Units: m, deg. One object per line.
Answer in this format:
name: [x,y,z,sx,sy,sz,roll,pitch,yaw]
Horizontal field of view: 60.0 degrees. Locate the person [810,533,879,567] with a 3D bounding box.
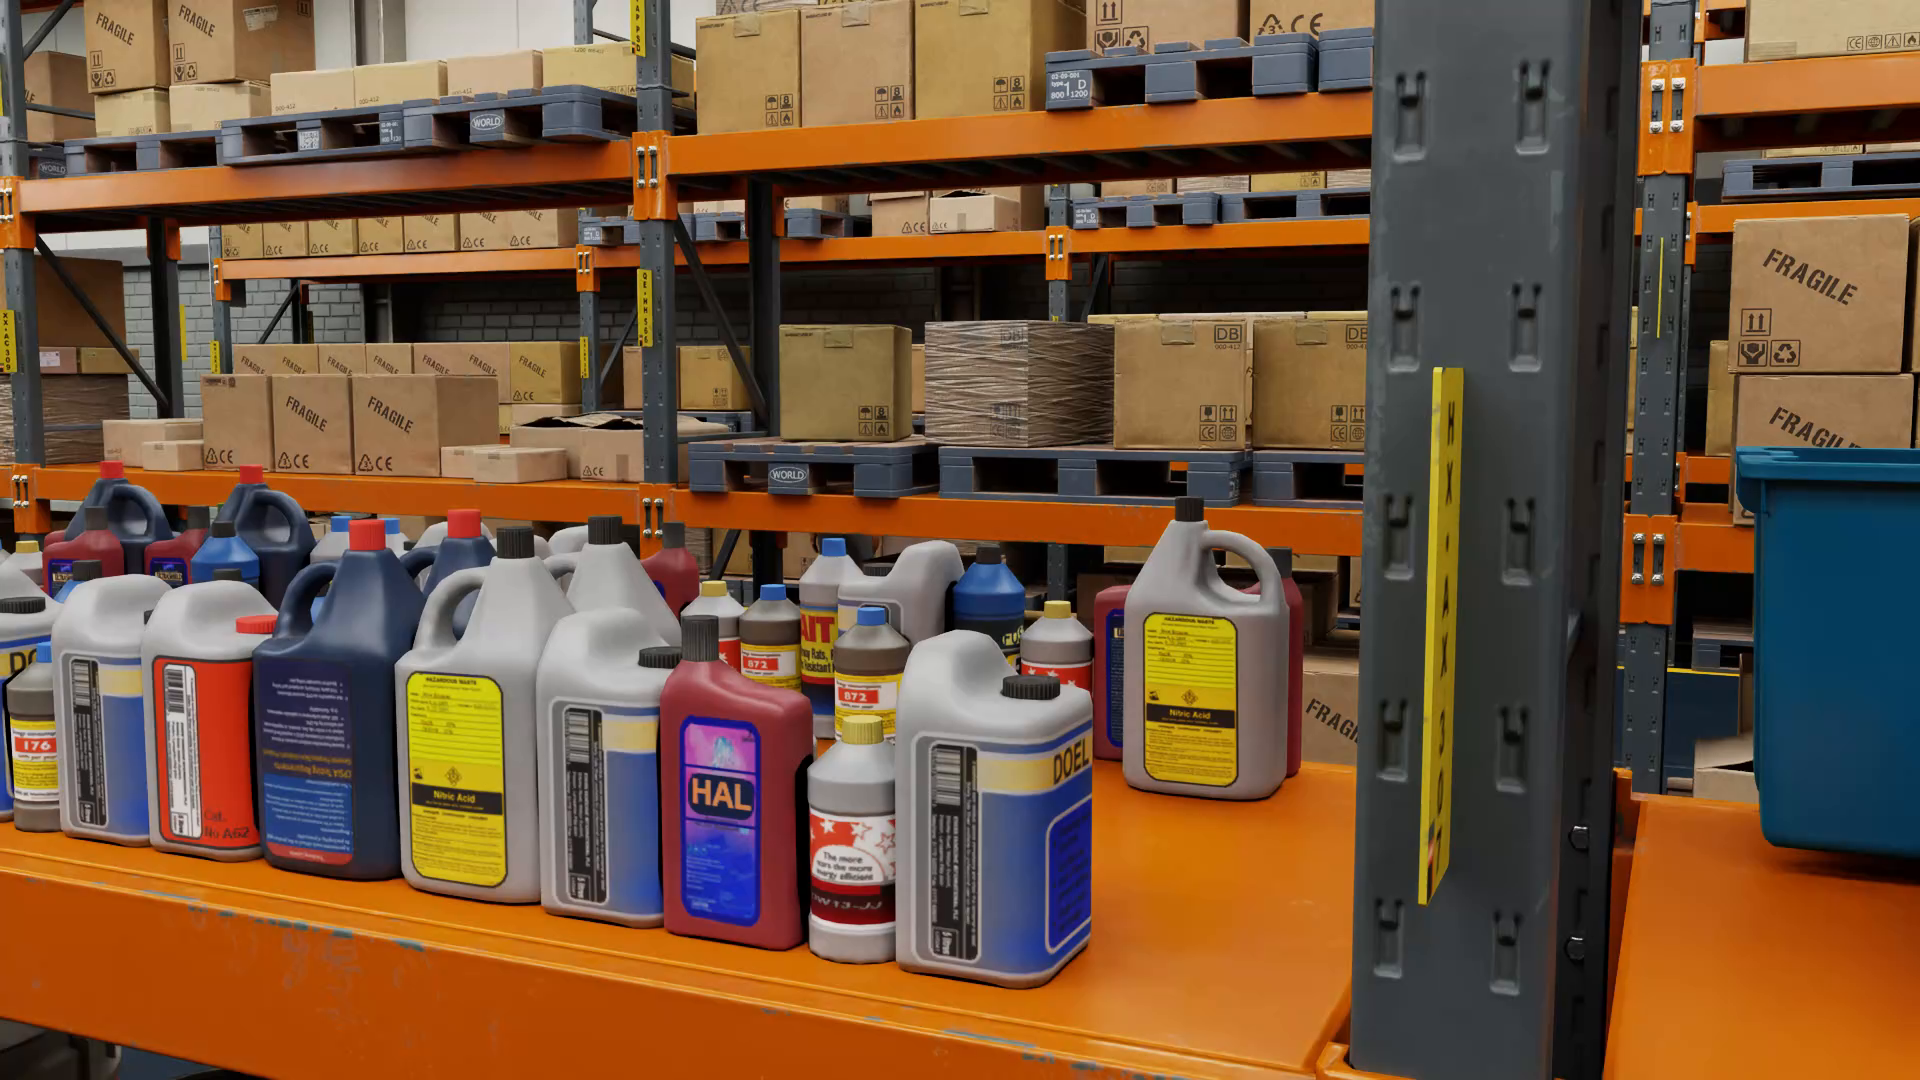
person: [-0.707,-0.059,10.412,0.501,1.655,0.349,2,6,23]
